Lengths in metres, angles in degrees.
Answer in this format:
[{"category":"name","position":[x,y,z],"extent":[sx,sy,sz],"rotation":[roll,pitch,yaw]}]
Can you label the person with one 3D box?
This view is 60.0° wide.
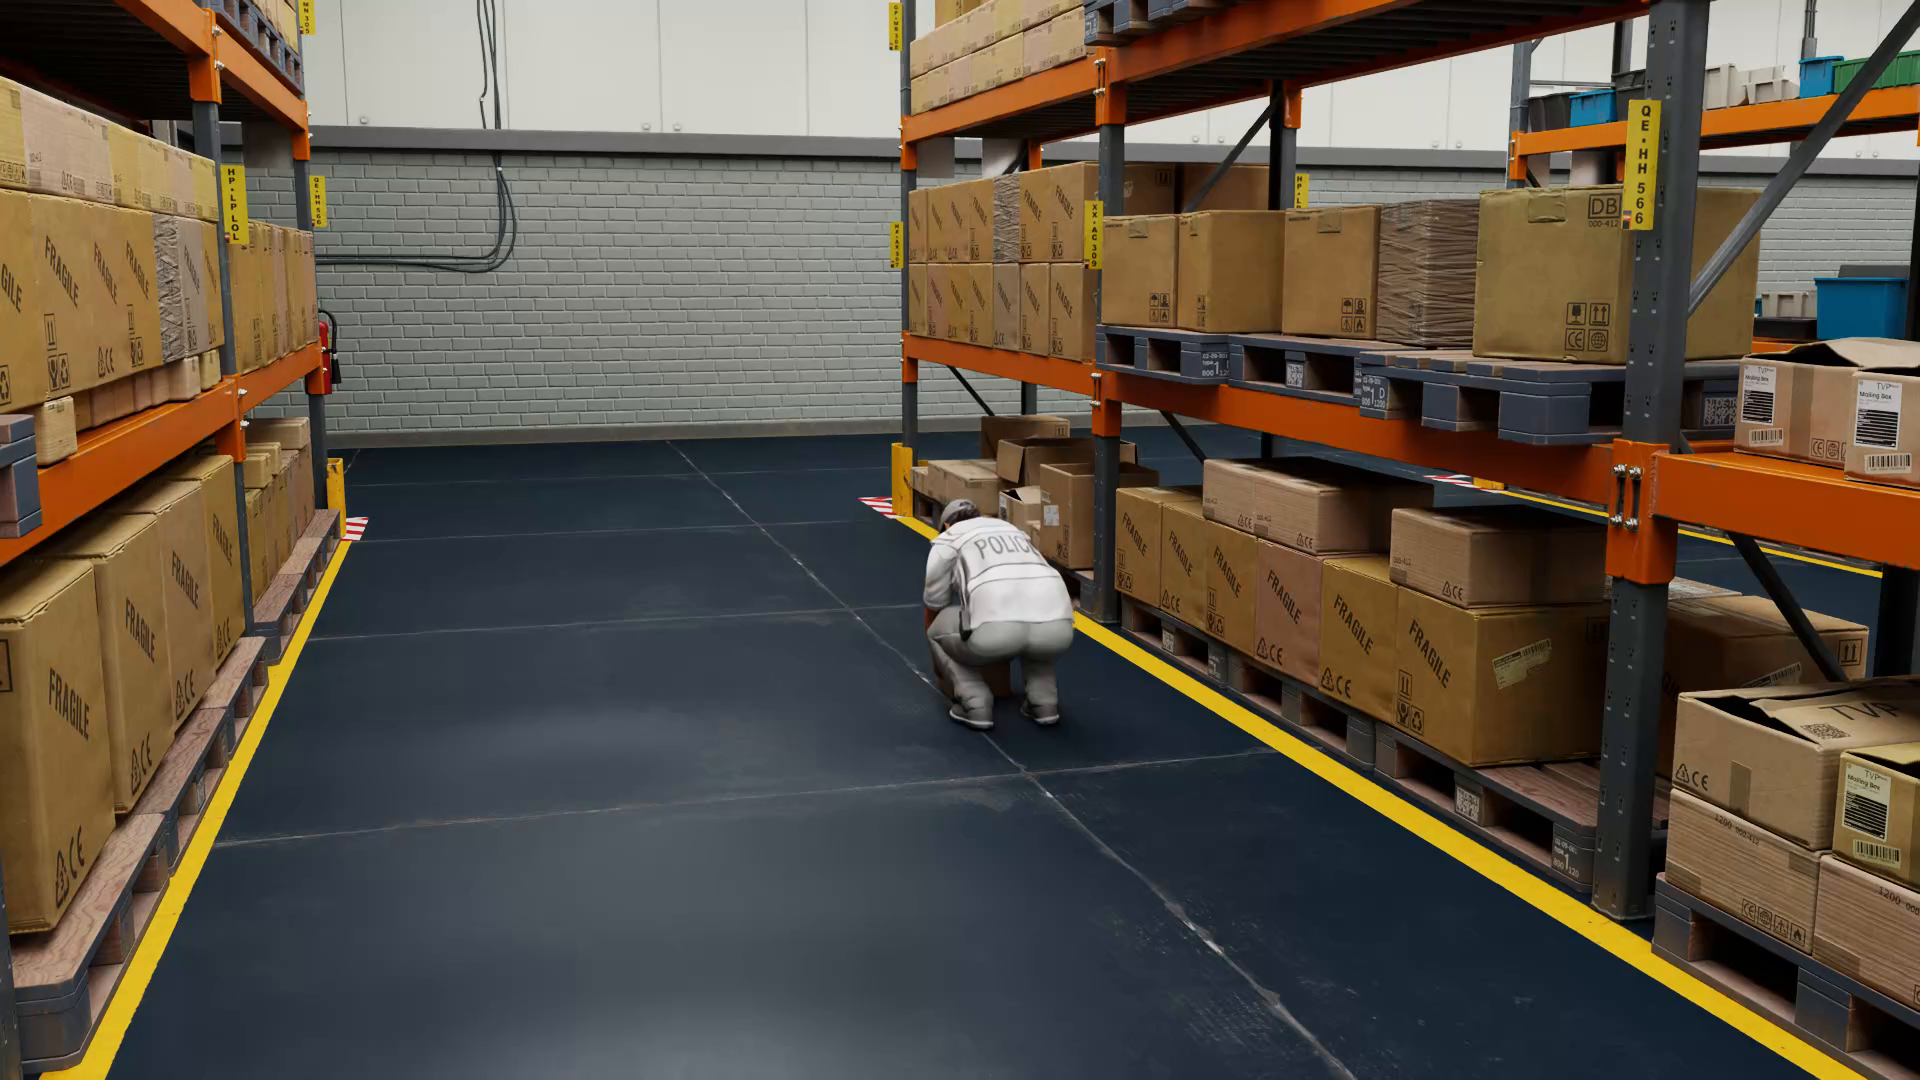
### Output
[{"category":"person","position":[0.145,0.293,6.676],"extent":[0.520,0.837,0.867],"rotation":[-2,10,-15]}]
